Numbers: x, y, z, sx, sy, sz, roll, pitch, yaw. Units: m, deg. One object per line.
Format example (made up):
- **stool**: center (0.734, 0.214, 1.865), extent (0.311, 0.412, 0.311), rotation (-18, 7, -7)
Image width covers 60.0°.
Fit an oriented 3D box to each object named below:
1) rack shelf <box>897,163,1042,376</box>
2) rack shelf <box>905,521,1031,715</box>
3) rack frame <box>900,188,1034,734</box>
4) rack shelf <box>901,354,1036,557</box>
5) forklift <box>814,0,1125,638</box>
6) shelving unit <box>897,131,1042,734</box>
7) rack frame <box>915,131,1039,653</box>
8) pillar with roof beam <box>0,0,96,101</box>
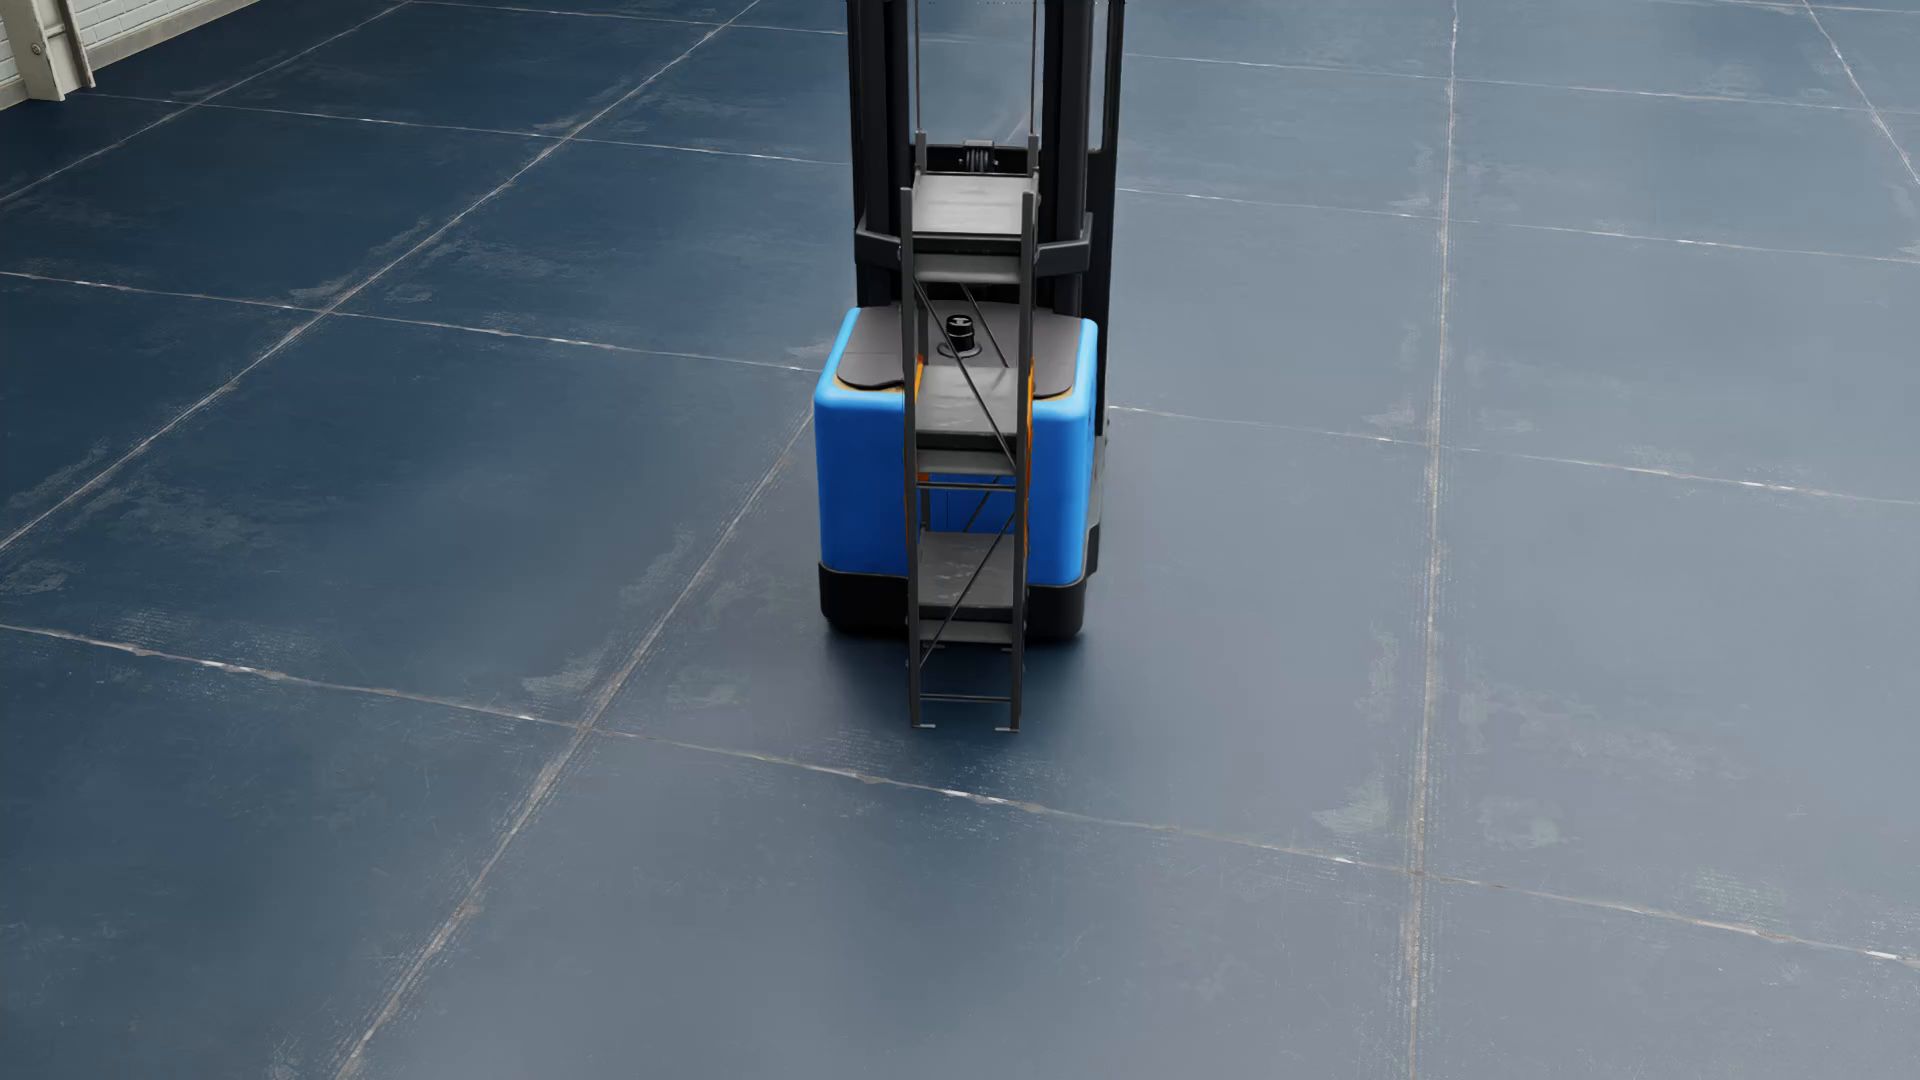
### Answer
- **rack shelf**: center (0.038, -0.880, 5.387), extent (0.431, 0.518, 0.480), rotation (2, 34, 3)
- **rack shelf**: center (0.036, 0.286, 6.162), extent (0.431, 0.518, 0.480), rotation (2, 34, 3)
- **rack frame**: center (0.020, -0.173, 5.564), extent (0.400, 2.100, 0.015), rotation (2, 34, 3)
- **rack shelf**: center (0.037, -0.297, 5.775), extent (0.431, 0.518, 0.480), rotation (2, 34, 3)
- **forklift**: center (0.129, -1.626, 7.076), extent (1.130, 2.935, 3.031), rotation (4, 33, 6)
- **shelving unit**: center (0.037, -0.308, 5.767), extent (0.431, 2.100, 0.503), rotation (2, 34, 3)
- **rack frame**: center (0.054, -0.443, 5.970), extent (0.400, 2.100, 0.015), rotation (2, 34, 3)
- **pillar with roof beam**: center (-2.640, -6.606, 9.254), extent (9.100, 9.000, 0.400), rotation (8, 33, 12)
